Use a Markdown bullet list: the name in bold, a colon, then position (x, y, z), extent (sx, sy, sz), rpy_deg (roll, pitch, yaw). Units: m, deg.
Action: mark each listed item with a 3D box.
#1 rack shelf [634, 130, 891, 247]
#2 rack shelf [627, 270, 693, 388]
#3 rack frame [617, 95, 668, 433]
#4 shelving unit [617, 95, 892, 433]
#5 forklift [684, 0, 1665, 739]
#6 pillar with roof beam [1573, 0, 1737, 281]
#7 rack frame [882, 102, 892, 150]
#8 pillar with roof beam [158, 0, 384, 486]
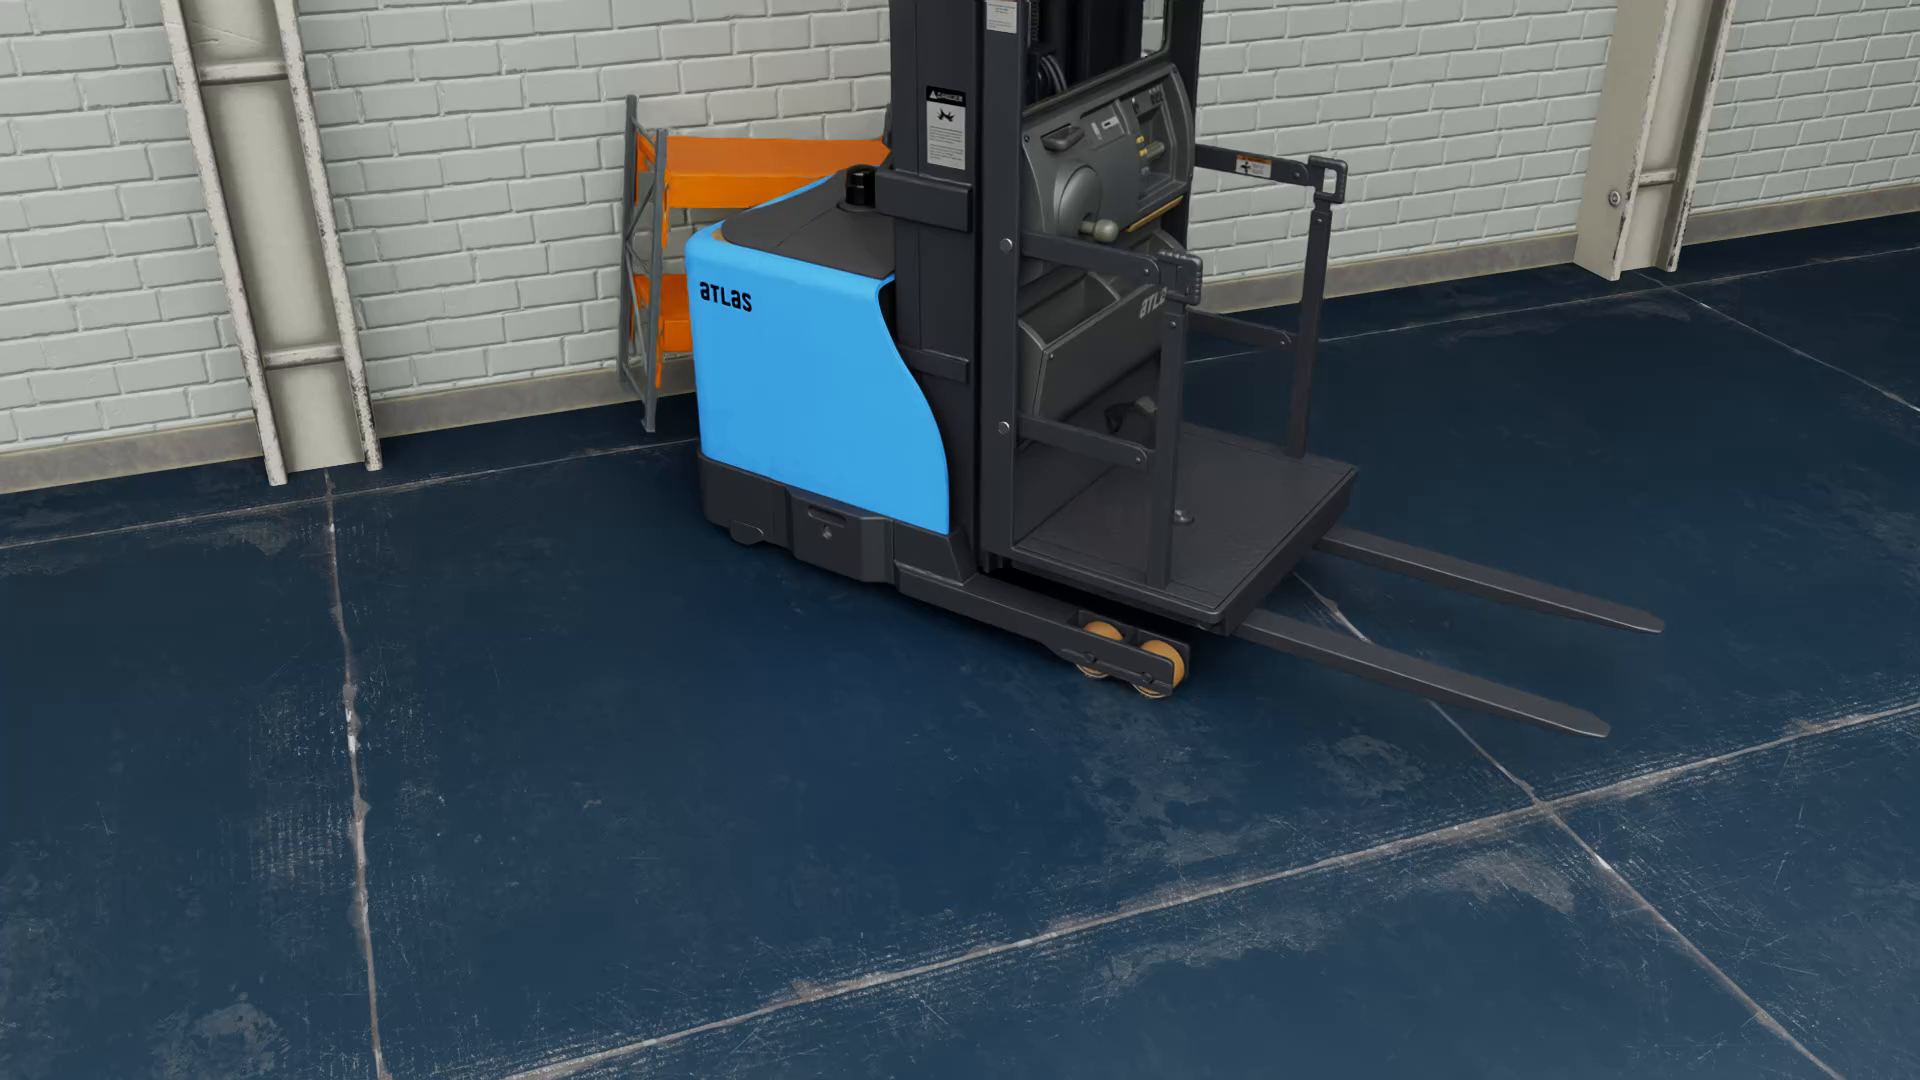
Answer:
- **rack shelf**: position (-0.674, -1.310, 6.192), extent (1.000, 0.278, 0.538), rpy_deg (-5, 30, -23)
- **rack shelf**: position (-0.740, -0.835, 6.435), extent (1.000, 0.278, 0.538), rpy_deg (-5, 30, -23)
- **rack frame**: position (-1.175, -1.013, 6.123), extent (0.032, 1.125, 0.500), rpy_deg (-5, 30, -23)
- **shelving unit**: position (-0.710, -1.051, 6.324), extent (1.048, 1.125, 0.538), rpy_deg (-5, 30, -23)
- **forklift**: position (0.617, -1.106, 4.731), extent (3.031, 2.935, 1.130), rpy_deg (18, 34, 28)
- **pillar with roof beam**: position (4.728, -3.252, 2.367), extent (0.400, 9.000, 9.100), rpy_deg (-10, 31, -18)
- **rack frame**: position (-0.245, -1.090, 6.526), extent (0.032, 1.125, 0.500), rpy_deg (-5, 30, -23)
- **pillar with roof beam**: position (-0.895, -2.216, 0.550), extent (0.400, 9.000, 9.100), rpy_deg (-10, 31, -18)
